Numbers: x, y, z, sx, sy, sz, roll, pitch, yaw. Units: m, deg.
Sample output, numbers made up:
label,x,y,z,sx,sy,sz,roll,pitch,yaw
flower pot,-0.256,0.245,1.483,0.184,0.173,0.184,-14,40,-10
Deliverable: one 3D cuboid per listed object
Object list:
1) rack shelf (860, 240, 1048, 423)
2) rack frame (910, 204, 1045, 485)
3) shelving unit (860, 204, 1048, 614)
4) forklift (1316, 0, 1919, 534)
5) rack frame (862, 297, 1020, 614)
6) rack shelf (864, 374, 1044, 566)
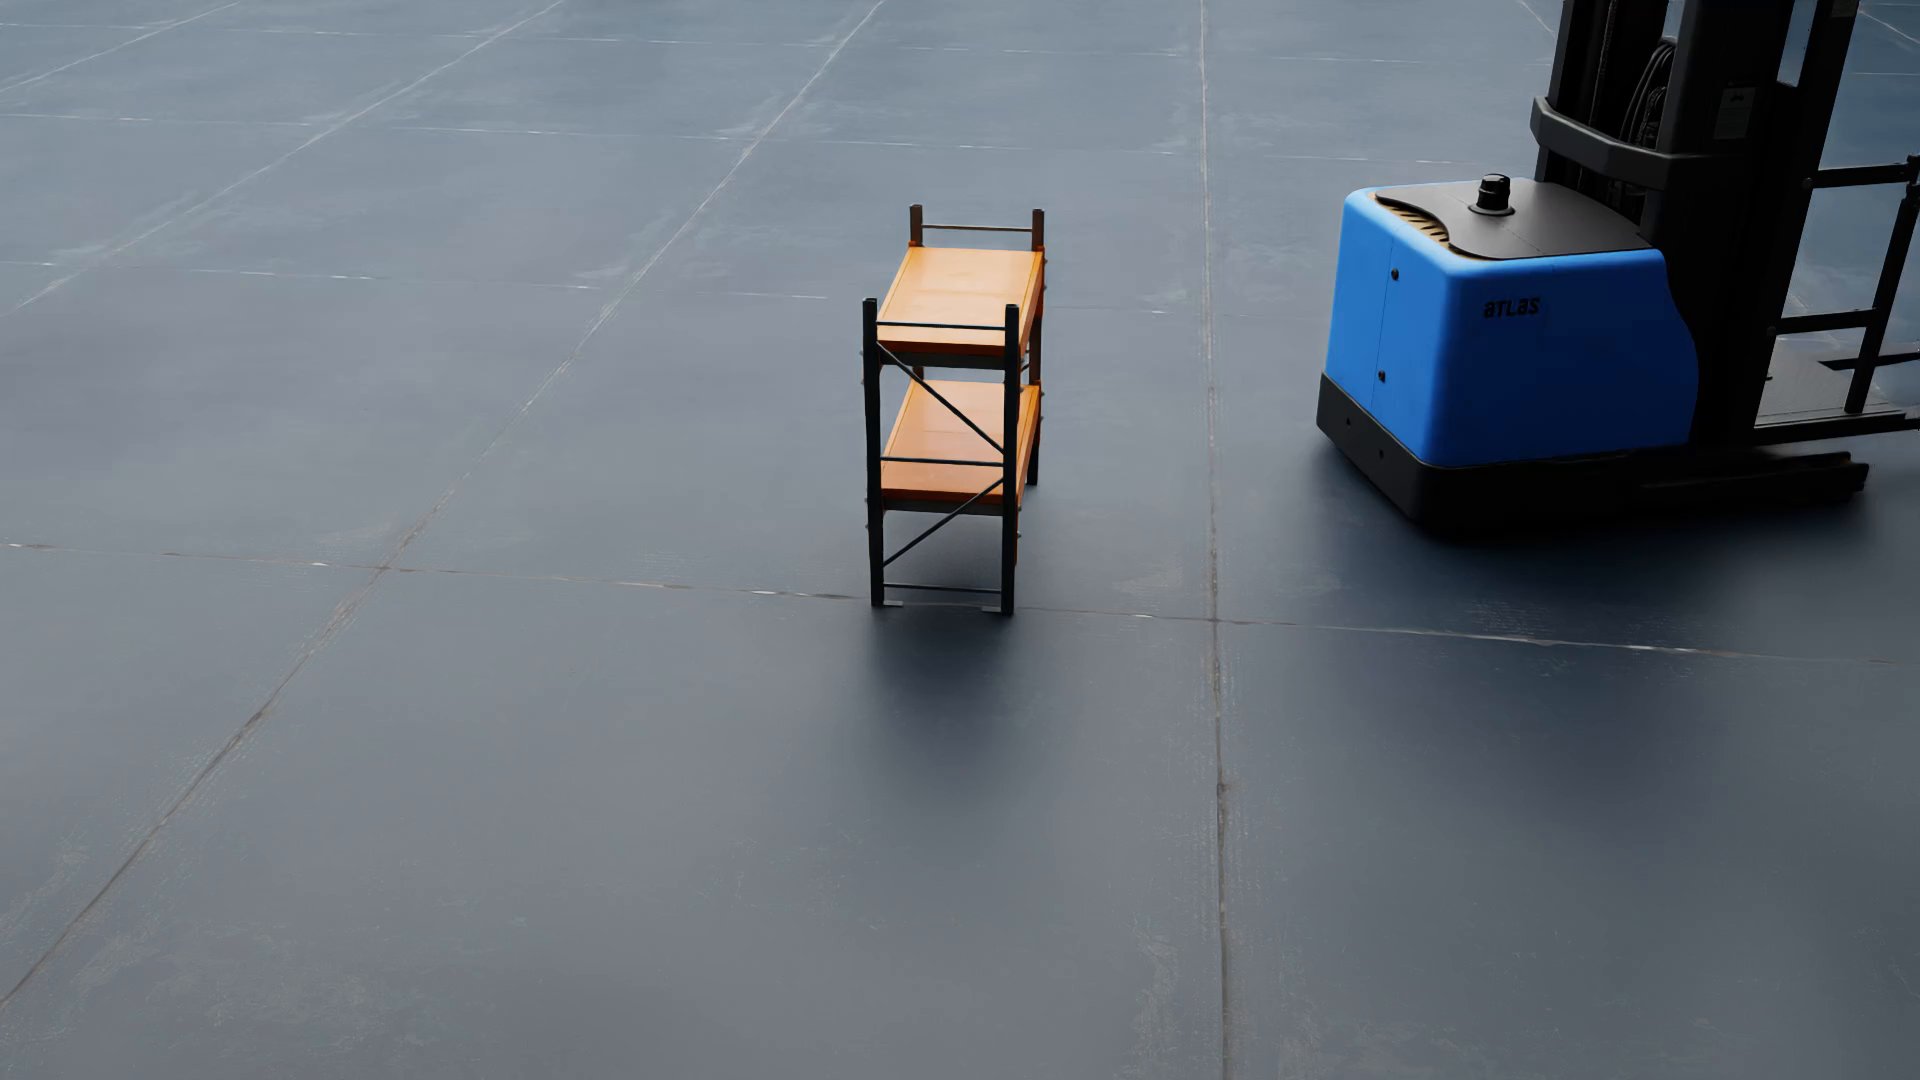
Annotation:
label,x,y,z,sx,sy,sz,roll,pitch,yaw
rack shelf,0.001,-0.756,5.850,0.538,0.278,1.000,3,28,6
rack frame,0.063,-0.738,6.433,0.500,1.125,0.032,3,28,6
shelving unit,0.001,-0.498,5.989,0.538,1.125,1.048,3,28,6
forklift,3.072,-1.666,6.252,3.031,2.935,1.130,-6,29,-11
rack frame,-0.061,-0.259,5.545,0.500,1.125,0.032,3,28,6
rack shelf,0.001,-0.283,6.105,0.538,0.278,1.000,3,28,6
